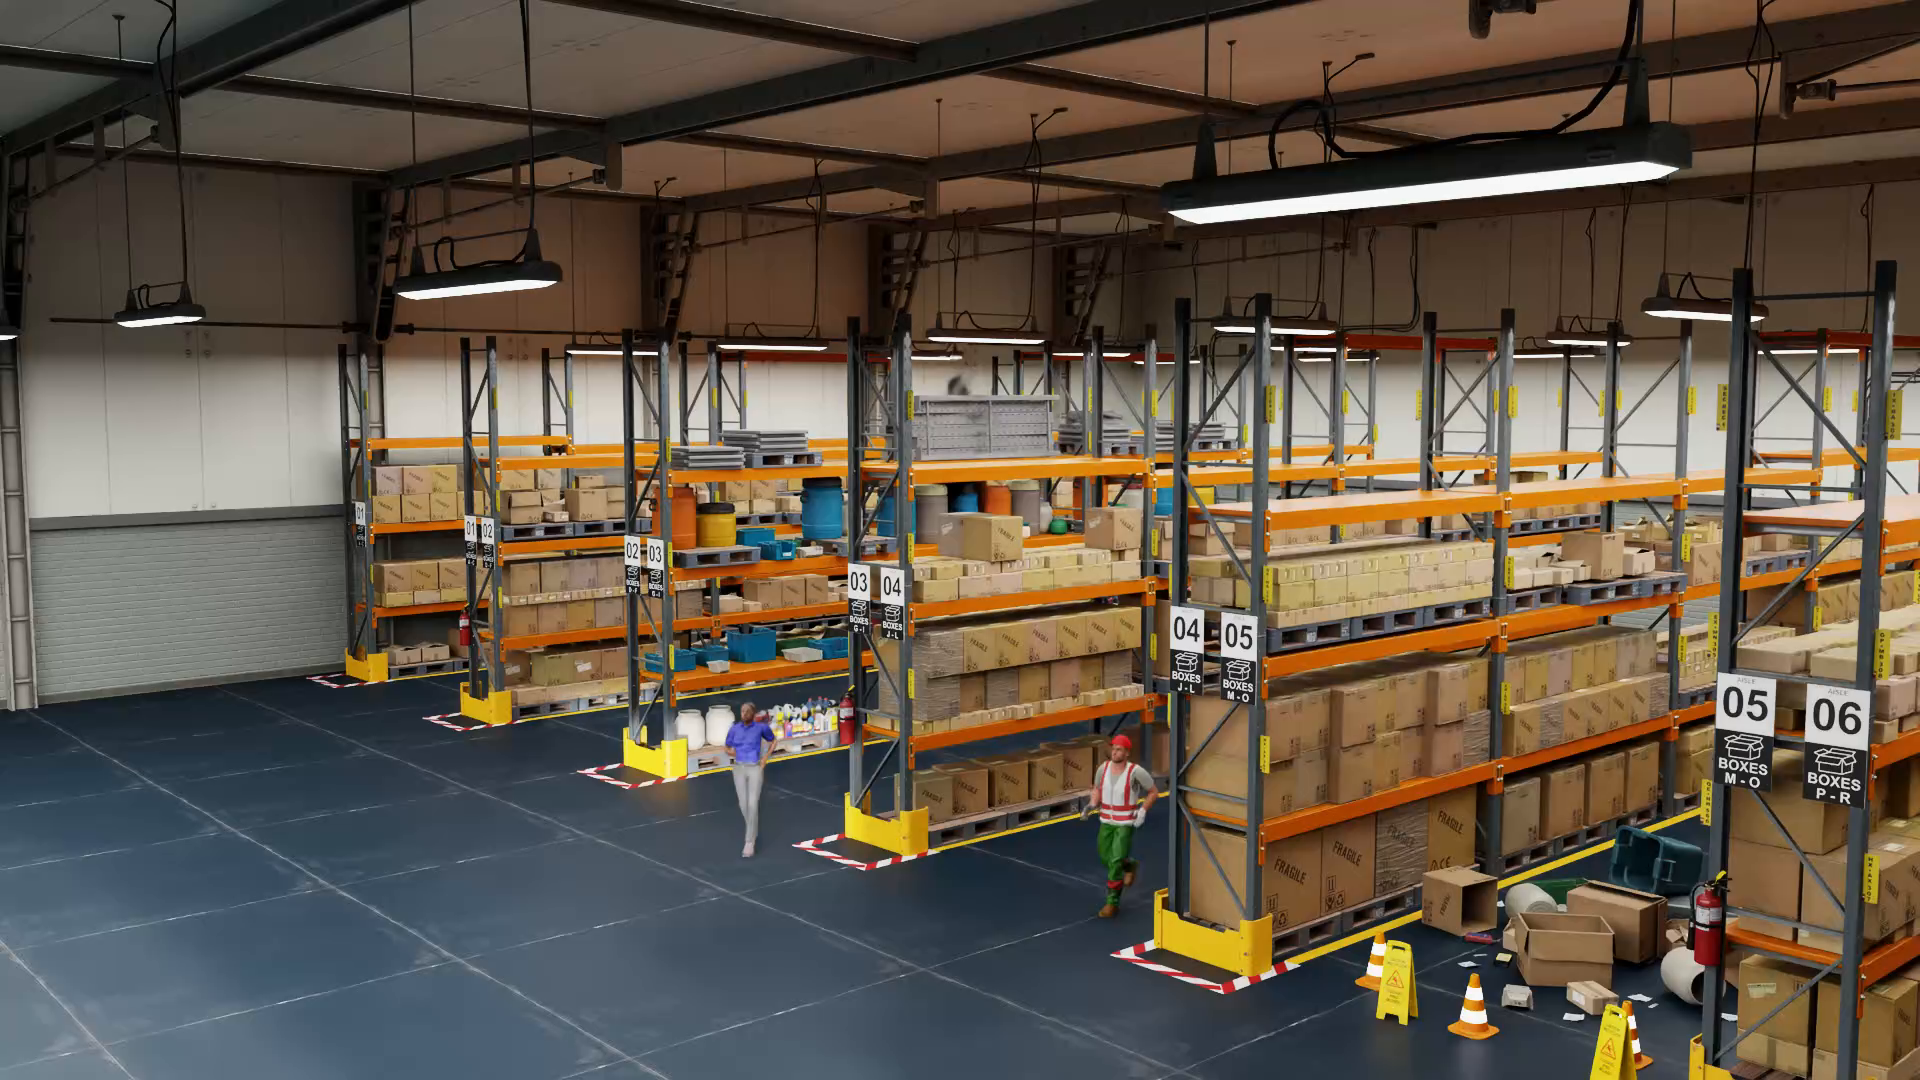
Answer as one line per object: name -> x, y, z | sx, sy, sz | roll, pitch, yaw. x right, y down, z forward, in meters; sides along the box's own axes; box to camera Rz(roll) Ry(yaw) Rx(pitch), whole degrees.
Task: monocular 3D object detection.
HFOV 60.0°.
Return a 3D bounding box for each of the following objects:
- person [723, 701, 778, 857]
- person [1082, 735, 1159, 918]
person -> -2.388, 2.657, 18.790 | 0.584, 1.690, 0.778 | 1, 5, 10
person -> 1.617, 2.810, 16.583 | 0.670, 1.766, 0.804 | 4, 6, 35
